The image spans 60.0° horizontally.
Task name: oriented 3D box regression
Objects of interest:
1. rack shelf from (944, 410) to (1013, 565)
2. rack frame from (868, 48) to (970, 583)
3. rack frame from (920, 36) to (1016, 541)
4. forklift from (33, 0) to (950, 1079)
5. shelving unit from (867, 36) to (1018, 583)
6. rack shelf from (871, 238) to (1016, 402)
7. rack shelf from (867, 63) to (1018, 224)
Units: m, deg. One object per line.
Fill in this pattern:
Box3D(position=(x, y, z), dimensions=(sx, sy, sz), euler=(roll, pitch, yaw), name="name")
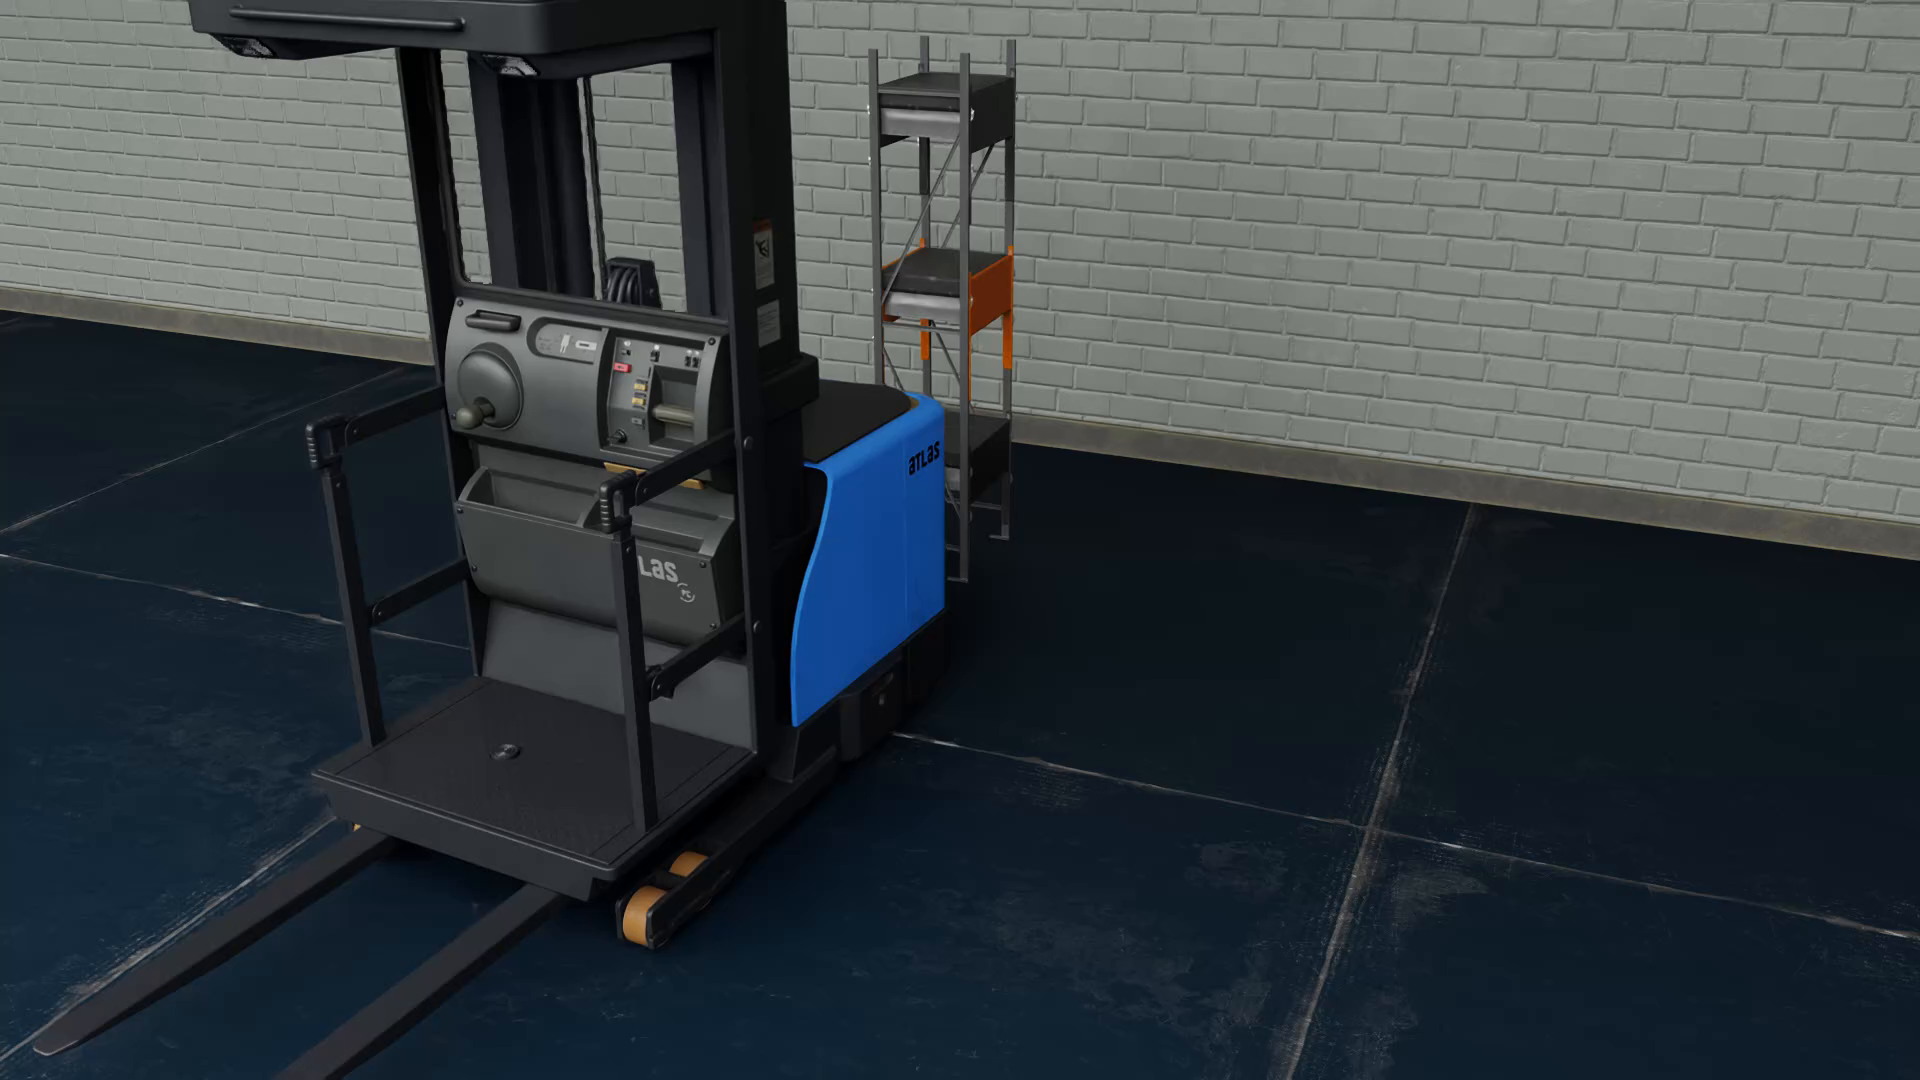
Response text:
Box3D(position=(-0.061, -0.251, 6.979), dimensions=(0.431, 0.518, 0.480), euler=(9, 24, 20), name="rack shelf")
Box3D(position=(-0.152, -0.822, 6.494), dimensions=(0.400, 2.100, 0.015), euler=(9, 24, 20), name="rack frame")
Box3D(position=(0.029, -0.997, 6.913), dimensions=(0.400, 2.100, 0.015), euler=(9, 24, 20), name="rack frame")
Box3D(position=(-1.161, -0.428, 4.473), dimensions=(1.130, 2.935, 3.031), euler=(11, 25, 25), name="forklift")
Box3D(position=(-0.061, -0.910, 6.703), dimensions=(0.431, 2.100, 0.503), euler=(9, 24, 20), name="shelving unit")
Box3D(position=(-0.061, -0.897, 6.709), dimensions=(0.431, 0.518, 0.480), euler=(9, 24, 20), name="rack shelf")
Box3D(position=(-0.062, -1.543, 6.439), dimensions=(0.431, 0.518, 0.480), euler=(9, 24, 20), name="rack shelf")
